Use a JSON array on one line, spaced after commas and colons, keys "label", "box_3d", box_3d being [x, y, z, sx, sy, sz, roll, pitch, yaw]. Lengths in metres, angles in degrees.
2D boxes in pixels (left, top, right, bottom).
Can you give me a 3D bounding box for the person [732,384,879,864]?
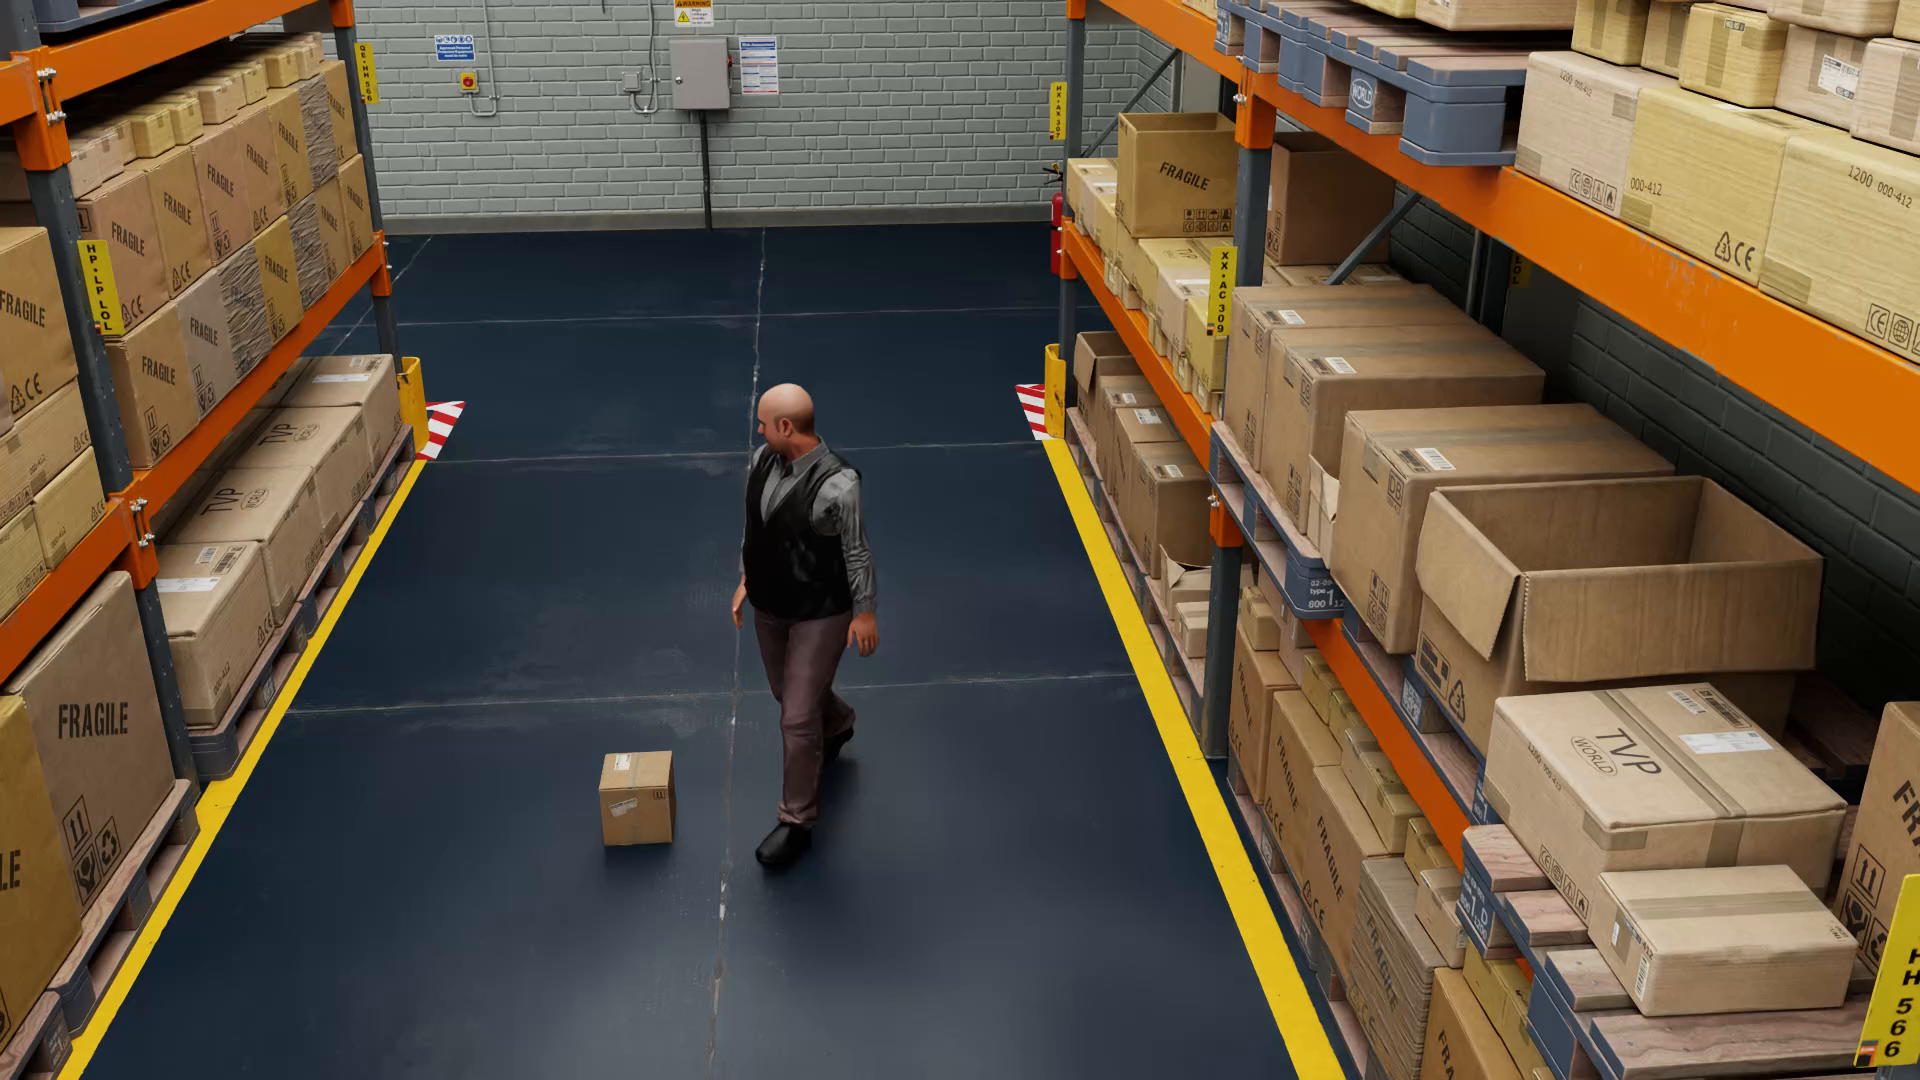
[{"label": "person", "box_3d": [-0.596, 0.247, 6.066, 0.561, 1.698, 0.846, 19, 30, 37]}]
